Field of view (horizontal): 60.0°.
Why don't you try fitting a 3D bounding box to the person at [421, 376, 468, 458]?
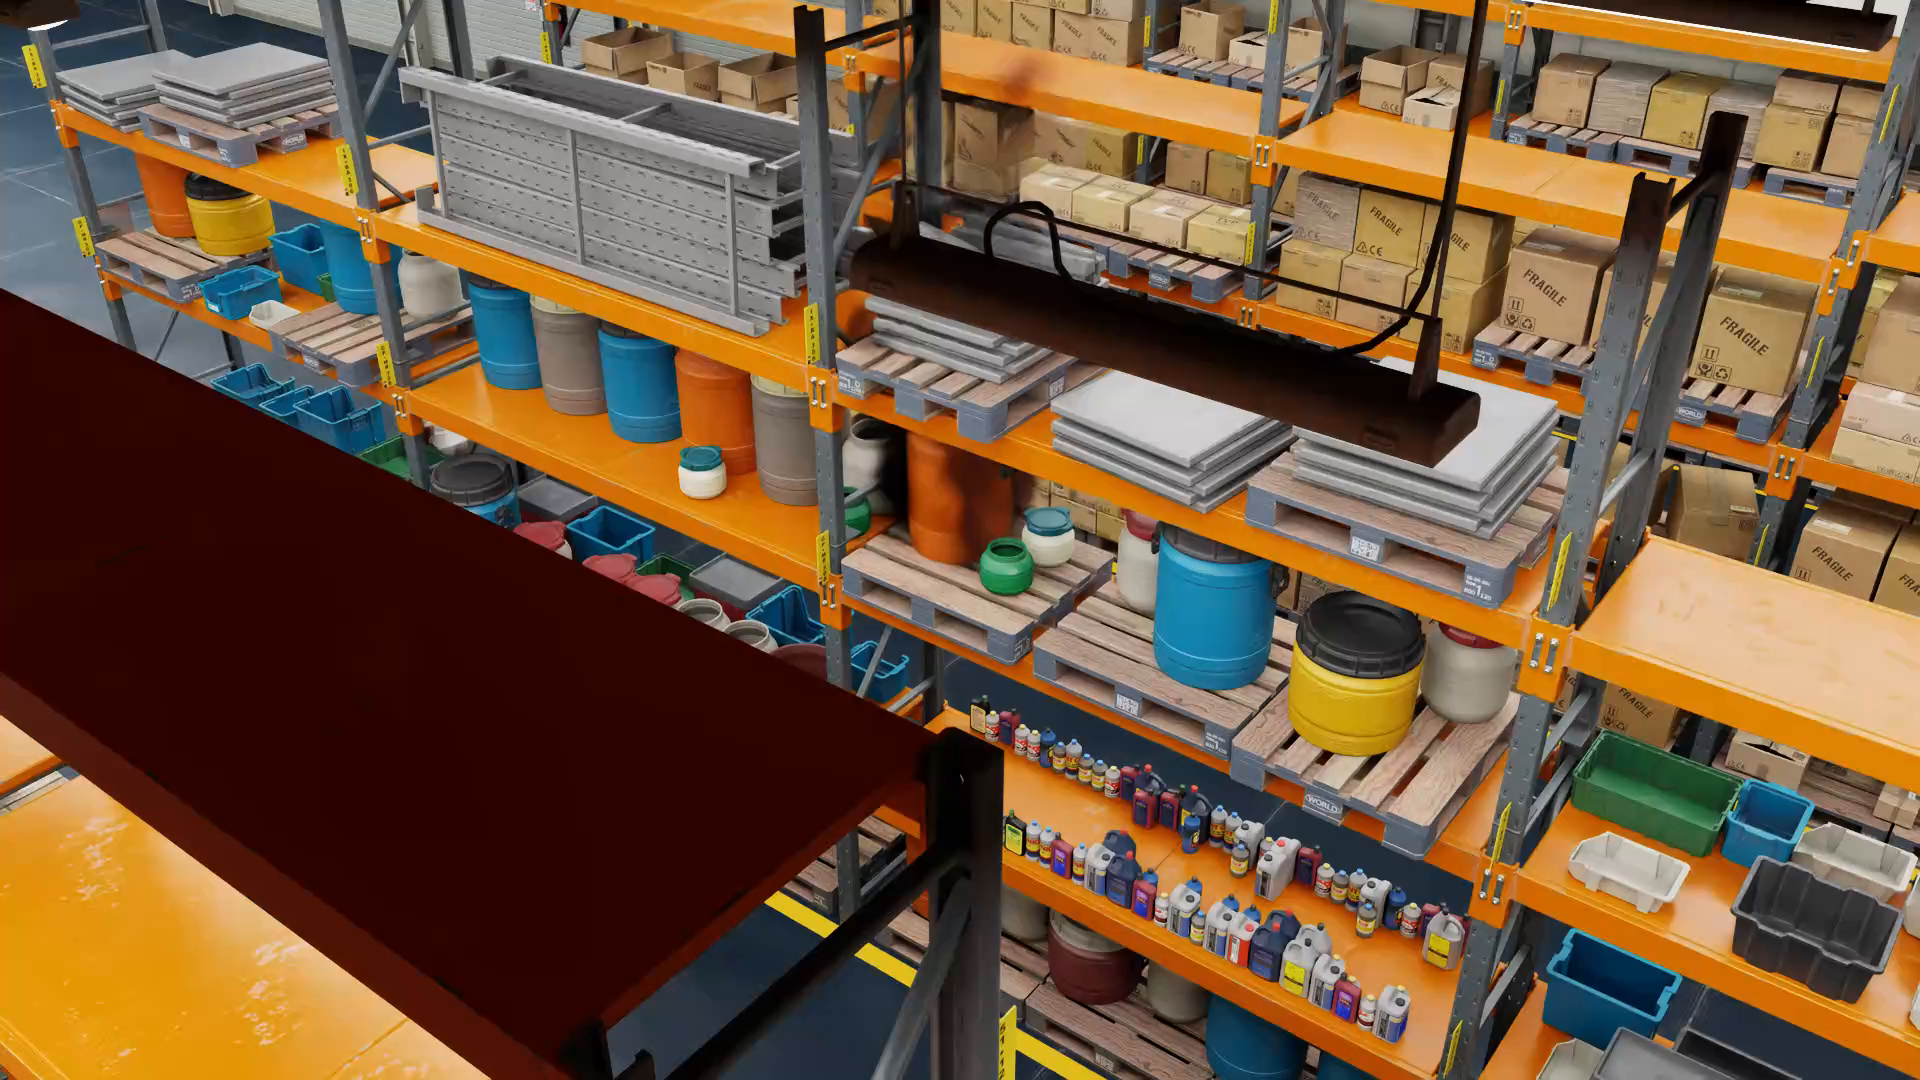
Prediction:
[{"bbox_3d":[-4.626,-0.872,15.147,0.592,1.649,0.558,17,35,25],"label":"person"}]
